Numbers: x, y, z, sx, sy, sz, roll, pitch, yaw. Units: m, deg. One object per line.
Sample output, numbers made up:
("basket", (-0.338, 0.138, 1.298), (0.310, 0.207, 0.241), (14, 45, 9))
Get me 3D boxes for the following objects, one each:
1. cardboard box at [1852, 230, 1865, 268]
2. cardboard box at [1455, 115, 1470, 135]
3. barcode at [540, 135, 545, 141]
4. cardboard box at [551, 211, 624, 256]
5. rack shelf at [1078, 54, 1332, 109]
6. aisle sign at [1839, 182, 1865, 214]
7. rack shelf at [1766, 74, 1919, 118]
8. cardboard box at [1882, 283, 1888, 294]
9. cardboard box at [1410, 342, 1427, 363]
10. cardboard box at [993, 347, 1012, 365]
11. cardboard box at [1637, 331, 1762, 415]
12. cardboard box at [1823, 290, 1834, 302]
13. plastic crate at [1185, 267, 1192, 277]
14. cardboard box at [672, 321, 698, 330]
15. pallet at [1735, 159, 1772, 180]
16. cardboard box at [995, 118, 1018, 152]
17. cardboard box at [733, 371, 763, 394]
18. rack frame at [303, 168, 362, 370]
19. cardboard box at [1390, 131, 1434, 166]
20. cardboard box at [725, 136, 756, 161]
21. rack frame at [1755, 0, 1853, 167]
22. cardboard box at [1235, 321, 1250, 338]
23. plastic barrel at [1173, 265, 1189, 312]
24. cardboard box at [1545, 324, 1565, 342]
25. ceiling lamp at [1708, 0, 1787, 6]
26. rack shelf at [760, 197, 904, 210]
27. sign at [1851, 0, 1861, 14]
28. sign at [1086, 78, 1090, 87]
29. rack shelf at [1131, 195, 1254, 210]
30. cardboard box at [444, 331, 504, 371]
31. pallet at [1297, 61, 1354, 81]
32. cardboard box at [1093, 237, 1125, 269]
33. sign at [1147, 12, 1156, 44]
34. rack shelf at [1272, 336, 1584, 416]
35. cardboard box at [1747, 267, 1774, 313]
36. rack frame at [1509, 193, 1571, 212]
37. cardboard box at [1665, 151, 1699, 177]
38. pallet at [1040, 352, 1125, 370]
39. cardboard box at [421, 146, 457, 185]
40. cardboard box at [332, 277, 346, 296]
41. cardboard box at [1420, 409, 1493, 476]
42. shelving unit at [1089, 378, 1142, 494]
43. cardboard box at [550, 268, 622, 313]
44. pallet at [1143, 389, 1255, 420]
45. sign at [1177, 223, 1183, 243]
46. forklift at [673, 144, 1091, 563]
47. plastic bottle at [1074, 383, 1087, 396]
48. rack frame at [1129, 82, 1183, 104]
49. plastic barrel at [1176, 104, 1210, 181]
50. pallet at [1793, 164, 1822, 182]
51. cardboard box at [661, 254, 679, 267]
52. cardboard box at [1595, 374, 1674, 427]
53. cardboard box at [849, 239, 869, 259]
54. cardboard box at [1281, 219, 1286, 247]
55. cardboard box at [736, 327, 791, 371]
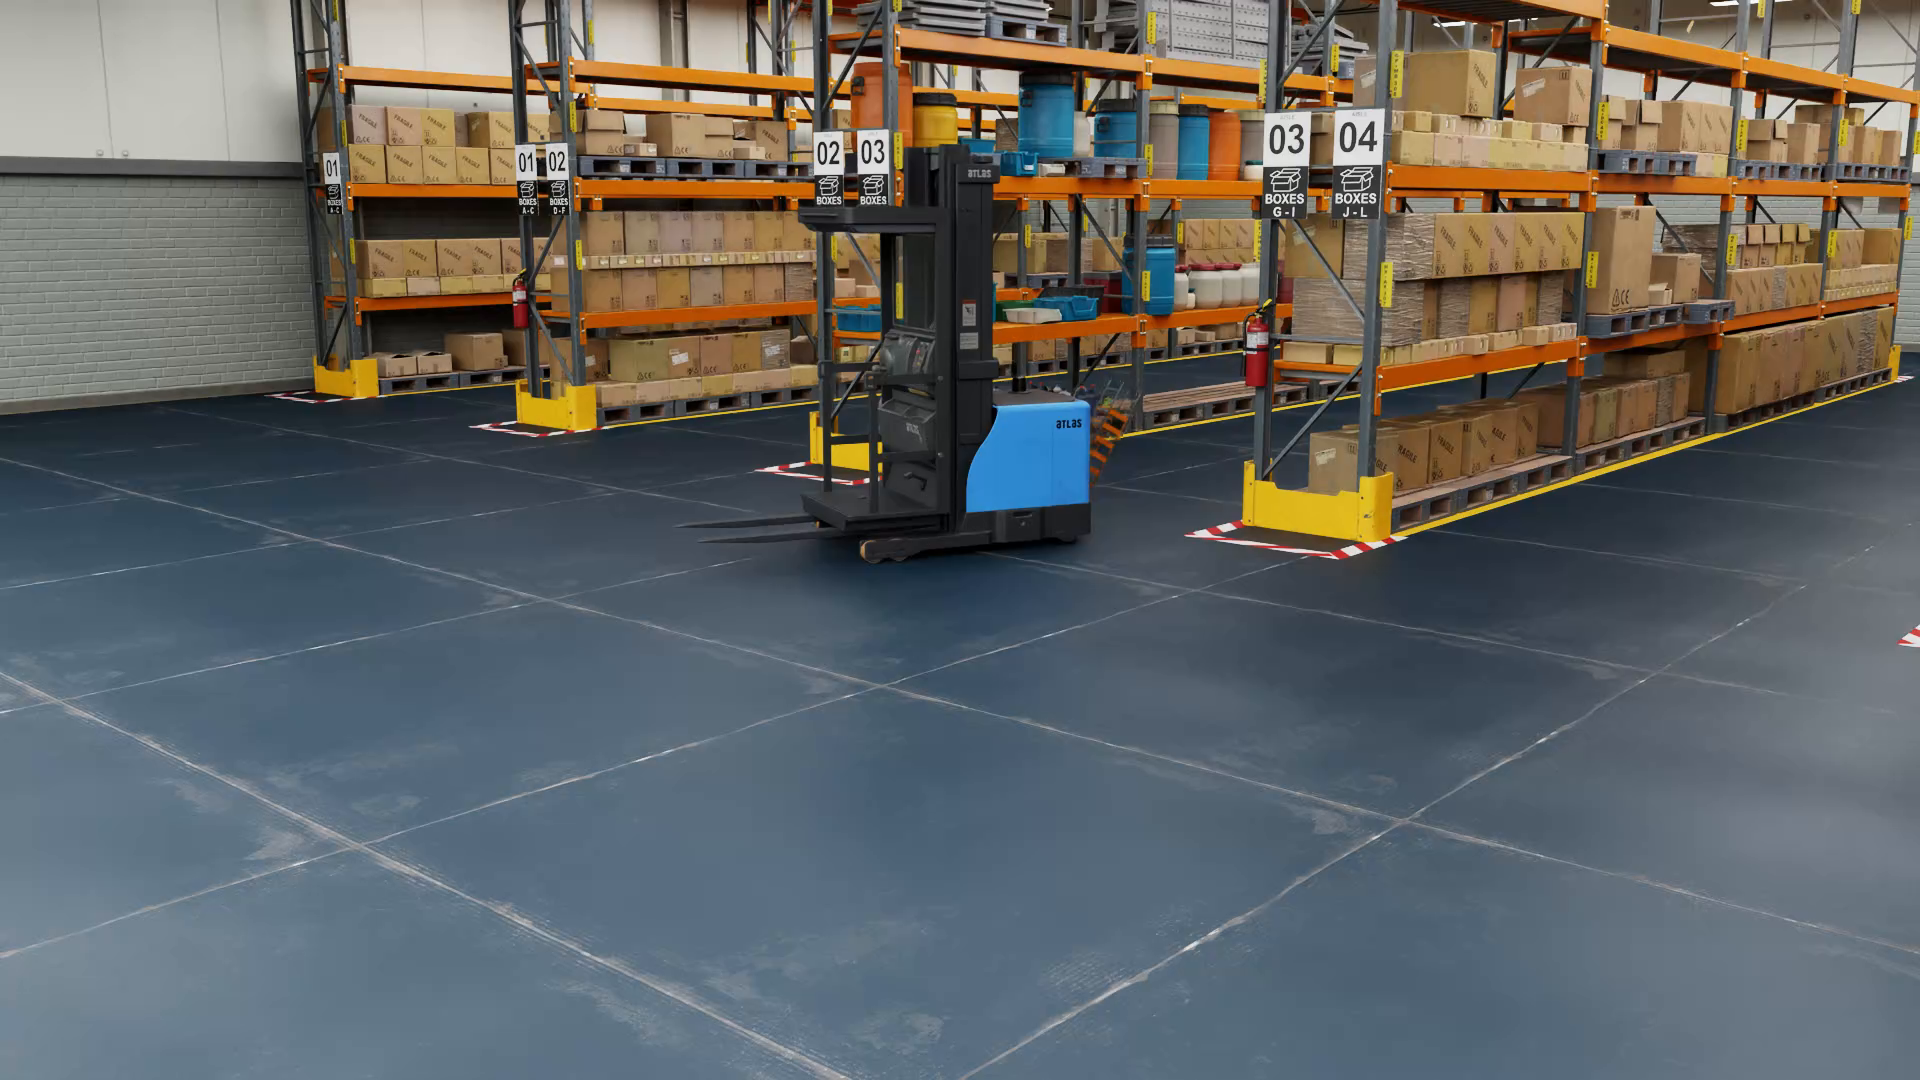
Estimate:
("cardboard box", (11.842, -3.927, 22.424), (0.500, 0.500, 0.500), (9, 15, 39))
("cardboard box", (3.812, -3.284, 13.201), (0.380, 0.149, 0.250), (10, 15, 40))
("barcode", (-4.860, -4.679, 19.340), (0.001, 0.075, 0.075), (10, 15, 40))
("cardboard box", (-4.344, -3.577, 19.394), (0.700, 0.500, 0.500), (10, 15, 41))
("rack shelf", (2.982, -5.452, 19.889), (1.077, 0.370, 4.000), (10, 15, 40))
("aisle sign", (13.126, -5.214, 24.520), (0.394, 0.787, 0.004), (10, 15, 40))
("rack shelf", (11.984, -5.988, 22.576), (1.077, 0.370, 4.000), (10, 15, 40))
("cardboard box", (12.978, -3.596, 23.699), (0.380, 0.149, 0.250), (10, 15, 40))
("cardboard box", (3.465, -1.493, 13.168), (0.380, 0.149, 0.250), (10, 15, 40))
("cardboard box", (0.420, -2.743, 24.732), (0.500, 0.250, 0.500), (10, 15, 42))
("cardboard box", (8.494, -1.975, 19.296), (1.225, 0.875, 0.875), (9, 14, 38))
("cardboard box", (11.108, -3.178, 21.608), (0.380, 0.149, 0.250), (10, 15, 40))
("plastic crate", (3.006, -3.186, 20.842), (0.402, 0.464, 0.583), (10, 15, 40))
("cardboard box", (-4.636, -3.298, 26.824), (0.700, 0.500, 0.500), (10, 15, 41))
("pallet", (8.408, -4.193, 18.867), (1.213, 0.211, 1.003), (11, 16, 43))
("cardboard box", (0.877, -6.068, 24.965), (0.500, 0.500, 0.500), (10, 15, 40))
("cardboard box", (-2.855, -2.019, 21.108), (0.500, 0.250, 0.500), (10, 15, 40))
("rack frame", (-8.420, -3.457, 22.360), (1.000, 3.000, 0.127), (10, 15, 40))
("cardboard box", (3.254, -2.970, 12.650), (0.500, 0.250, 0.500), (10, 15, 42))
("cardboard box", (-2.943, -4.988, 21.165), (0.500, 0.311, 0.500), (9, 14, 37))
("rack frame", (10.663, -6.243, 20.993), (1.000, 3.000, 0.127), (10, 15, 40))
("cardboard box", (5.041, -3.791, 29.928), (0.500, 0.250, 0.500), (10, 15, 40))
("plastic barrel", (2.458, -2.944, 19.443), (0.433, 0.535, 0.433), (0, 11, 0))
("cardboard box", (5.289, -1.896, 15.186), (0.380, 0.149, 0.250), (10, 15, 40))
("ceiling lamp", (13.247, -10.404, 26.921), (2.000, 3.185, 0.800), (10, 15, 40))
("rack shelf", (-1.819, -6.046, 29.503), (1.077, 0.370, 4.000), (10, 15, 40))
("sign", (11.079, -6.672, 20.551), (0.100, 0.325, 0.005), (10, 15, 40))
("sign", (2.540, -9.177, 33.098), (0.100, 0.325, 0.005), (10, 15, 40))
("rack shelf", (4.545, -5.995, 29.246), (1.077, 0.370, 4.000), (10, 15, 40))
("cardboard box", (-6.998, -2.722, 23.941), (0.700, 0.500, 0.500), (9, 14, 37))
("pallet", (4.802, -6.108, 21.822), (1.213, 0.211, 1.003), (10, 15, 40))
("cardboard box", (2.337, -4.687, 27.193), (0.500, 0.500, 0.700), (-9, 15, -39))
("sign", (2.068, -5.531, 17.962), (0.100, 0.325, 0.005), (10, 15, 40))
("rack shelf", (4.062, -1.477, 14.285), (1.077, 0.370, 4.000), (10, 15, 40))
("cardboard box", (9.222, -2.950, 19.567), (0.500, 0.500, 0.500), (9, 15, 39))
("rack frame", (9.583, -4.530, 27.733), (1.000, 3.000, 0.127), (10, 15, 40))
("cardboard box", (7.242, -3.860, 17.104), (0.500, 0.250, 0.500), (10, 15, 42))
("pallet", (1.911, -2.910, 26.743), (1.003, 0.211, 1.213), (10, 15, 40))
("cardboard box", (-7.291, -5.155, 22.897), (0.500, 0.500, 0.500), (11, 16, 43))
("cardboard box", (-8.257, -3.487, 22.843), (0.500, 0.250, 0.500), (10, 15, 41))
("cardboard box", (4.365, -0.864, 14.688), (0.500, 0.500, 0.500), (8, 14, 35))
("shelving unit", (1.065, -0.716, 13.385), (0.189, 1.200, 0.258), (28, -1, -25))
("cardboard box", (-4.379, -2.933, 19.482), (0.700, 0.500, 0.500), (10, 15, 40))
("pallet", (2.956, -1.698, 20.673), (1.003, 0.211, 1.213), (10, 15, 40))
("sign", (3.644, -5.079, 27.526), (0.100, 0.325, 0.005), (10, 15, 40))
("forklift", (-0.571, -1.388, 12.176), (3.031, 2.935, 1.130), (-5, 12, -23))
("plastic bottle", (1.345, -1.568, 18.543), (0.144, 0.351, 0.185), (10, 15, 40))
("rack frame", (3.224, -7.524, 27.408), (1.000, 3.000, 0.127), (10, 15, 40))
("plastic barrel", (2.698, -4.777, 20.030), (0.600, 0.901, 0.708), (10, 15, 40))
("pallet", (10.095, -4.537, 20.598), (0.805, 0.209, 1.217), (9, 14, 38))
("cardboard box", (-3.596, -3.366, 19.994), (0.380, 0.149, 0.250), (9, 14, 38))
("cardboard box", (7.239, -1.518, 17.912), (0.700, 0.500, 0.500), (8, 14, 36))
("cardboard box", (-1.946, -5.026, 29.149), (0.500, 0.500, 0.500), (10, 15, 40))
("cardboard box", (5.778, -5.609, 30.329), (0.500, 0.500, 0.500), (10, 15, 40))
("cardboard box", (-2.537, -2.462, 21.414), (0.500, 0.500, 0.500), (10, 15, 40))
